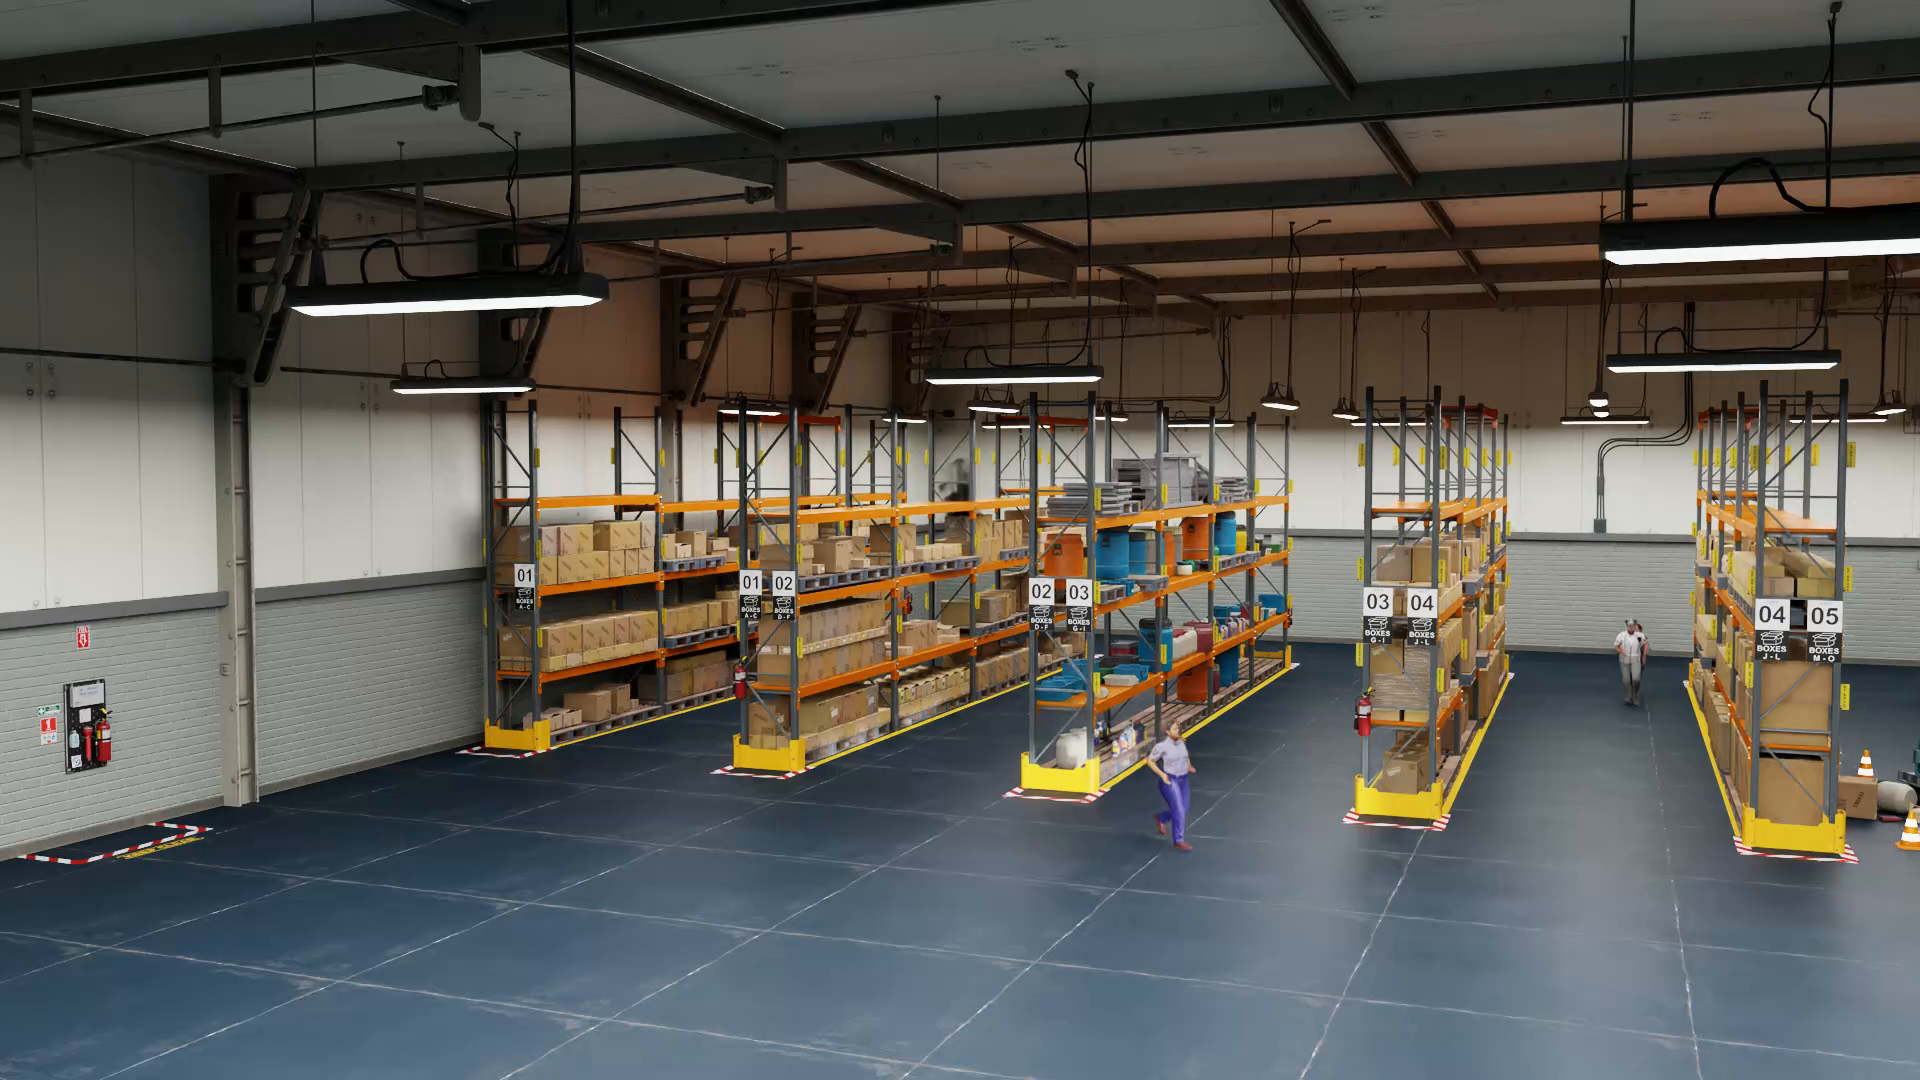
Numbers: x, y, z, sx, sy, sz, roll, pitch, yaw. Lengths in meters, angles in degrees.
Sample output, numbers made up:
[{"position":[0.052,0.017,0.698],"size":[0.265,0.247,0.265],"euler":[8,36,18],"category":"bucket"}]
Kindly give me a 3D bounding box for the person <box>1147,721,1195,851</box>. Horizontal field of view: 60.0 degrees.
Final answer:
[{"position":[2.734,3.139,21.410],"size":[0.604,1.610,0.752],"euler":[-2,4,-38],"category":"person"}]

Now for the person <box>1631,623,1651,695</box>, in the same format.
[{"position":[14.034,2.507,34.498],"size":[0.538,1.567,0.611],"euler":[1,3,20],"category":"person"}]

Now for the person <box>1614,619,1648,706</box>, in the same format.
[{"position":[13.557,2.476,33.620],"size":[0.632,1.798,0.731],"euler":[1,3,25],"category":"person"}]
